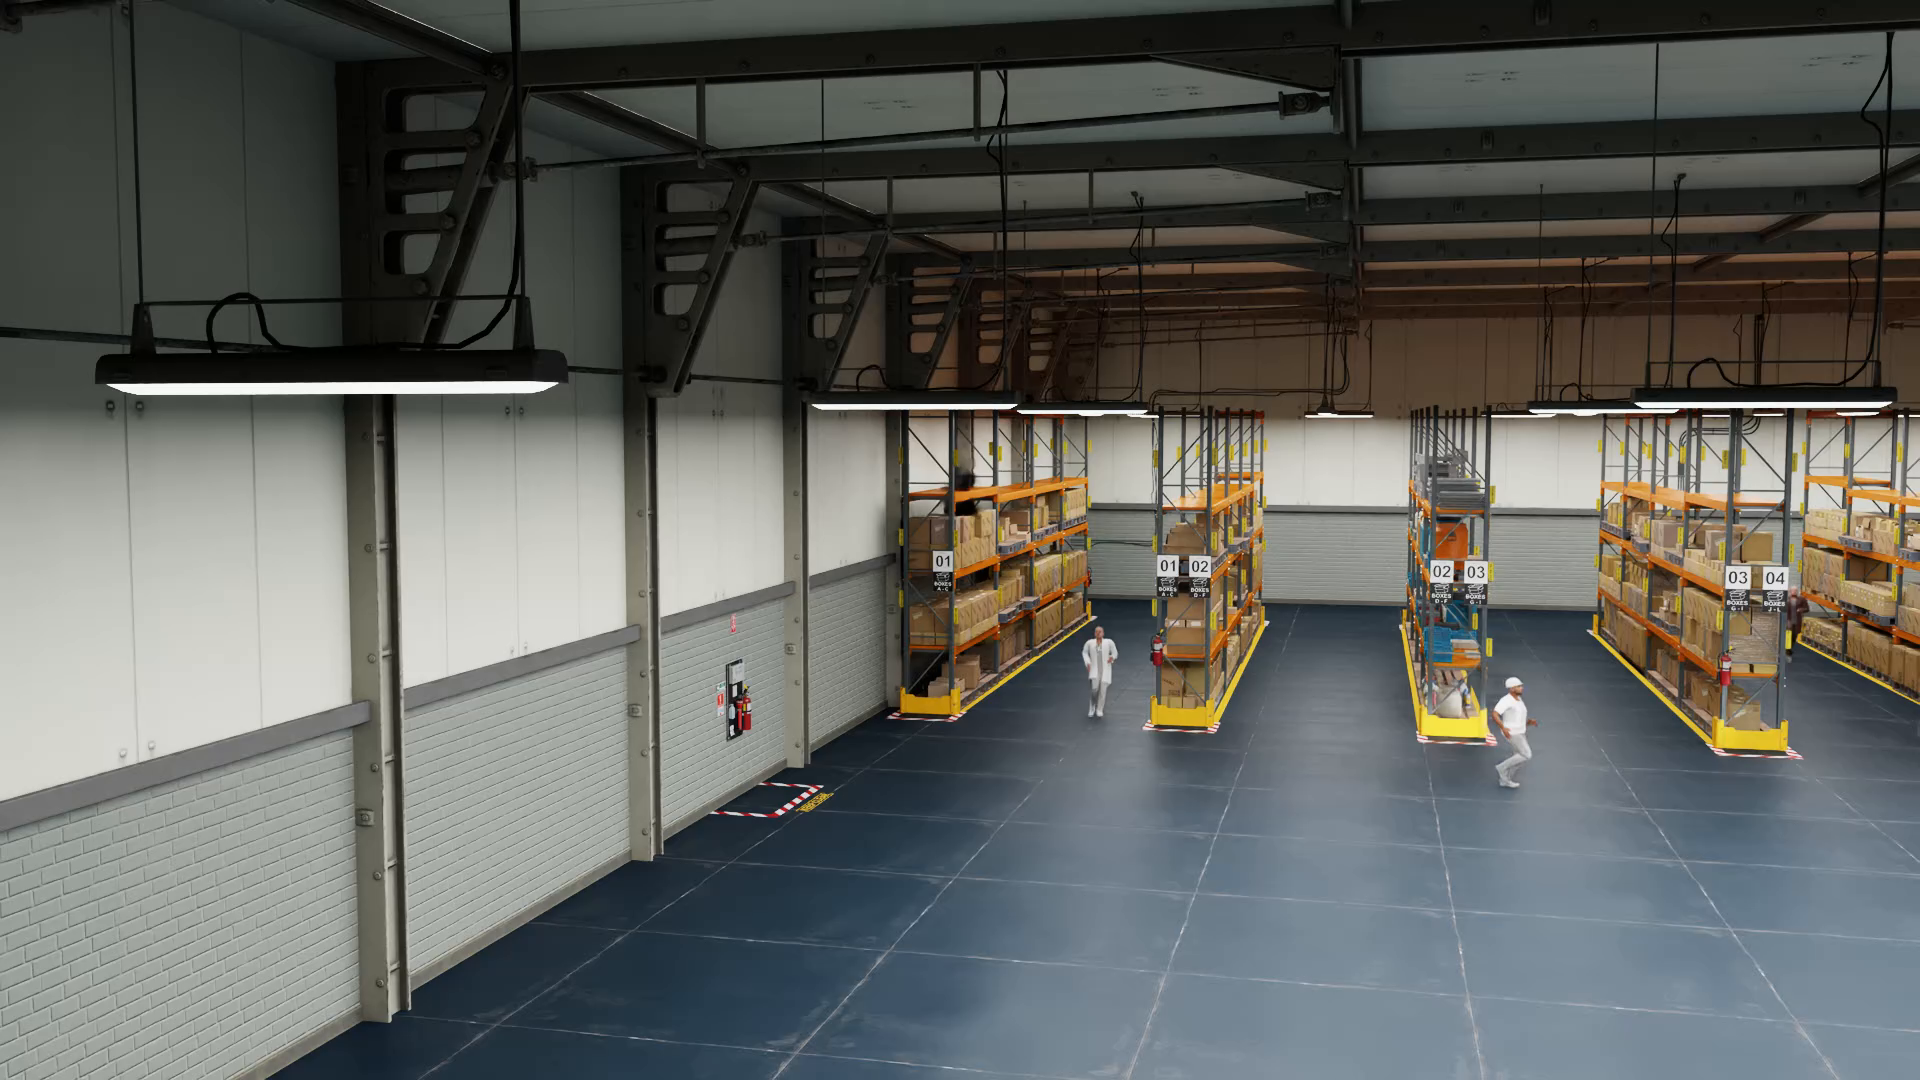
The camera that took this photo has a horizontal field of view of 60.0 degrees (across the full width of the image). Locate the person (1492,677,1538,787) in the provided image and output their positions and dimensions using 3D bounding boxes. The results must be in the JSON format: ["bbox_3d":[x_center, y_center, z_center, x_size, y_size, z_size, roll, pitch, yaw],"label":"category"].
[{"bbox_3d":[8.660,2.999,25.859,0.584,1.719,0.691,3,5,36],"label":"person"}]

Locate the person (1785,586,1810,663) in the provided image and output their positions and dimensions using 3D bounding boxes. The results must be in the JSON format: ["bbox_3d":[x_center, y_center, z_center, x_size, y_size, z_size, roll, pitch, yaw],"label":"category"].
[{"bbox_3d":[19.869,2.007,39.717,0.664,1.844,0.930,1,4,11],"label":"person"}]

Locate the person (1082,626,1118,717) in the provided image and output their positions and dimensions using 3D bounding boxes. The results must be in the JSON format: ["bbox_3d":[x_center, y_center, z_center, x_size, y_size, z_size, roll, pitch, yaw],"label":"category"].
[{"bbox_3d":[2.705,2.557,32.236,0.702,1.745,0.629,1,4,7],"label":"person"}]
